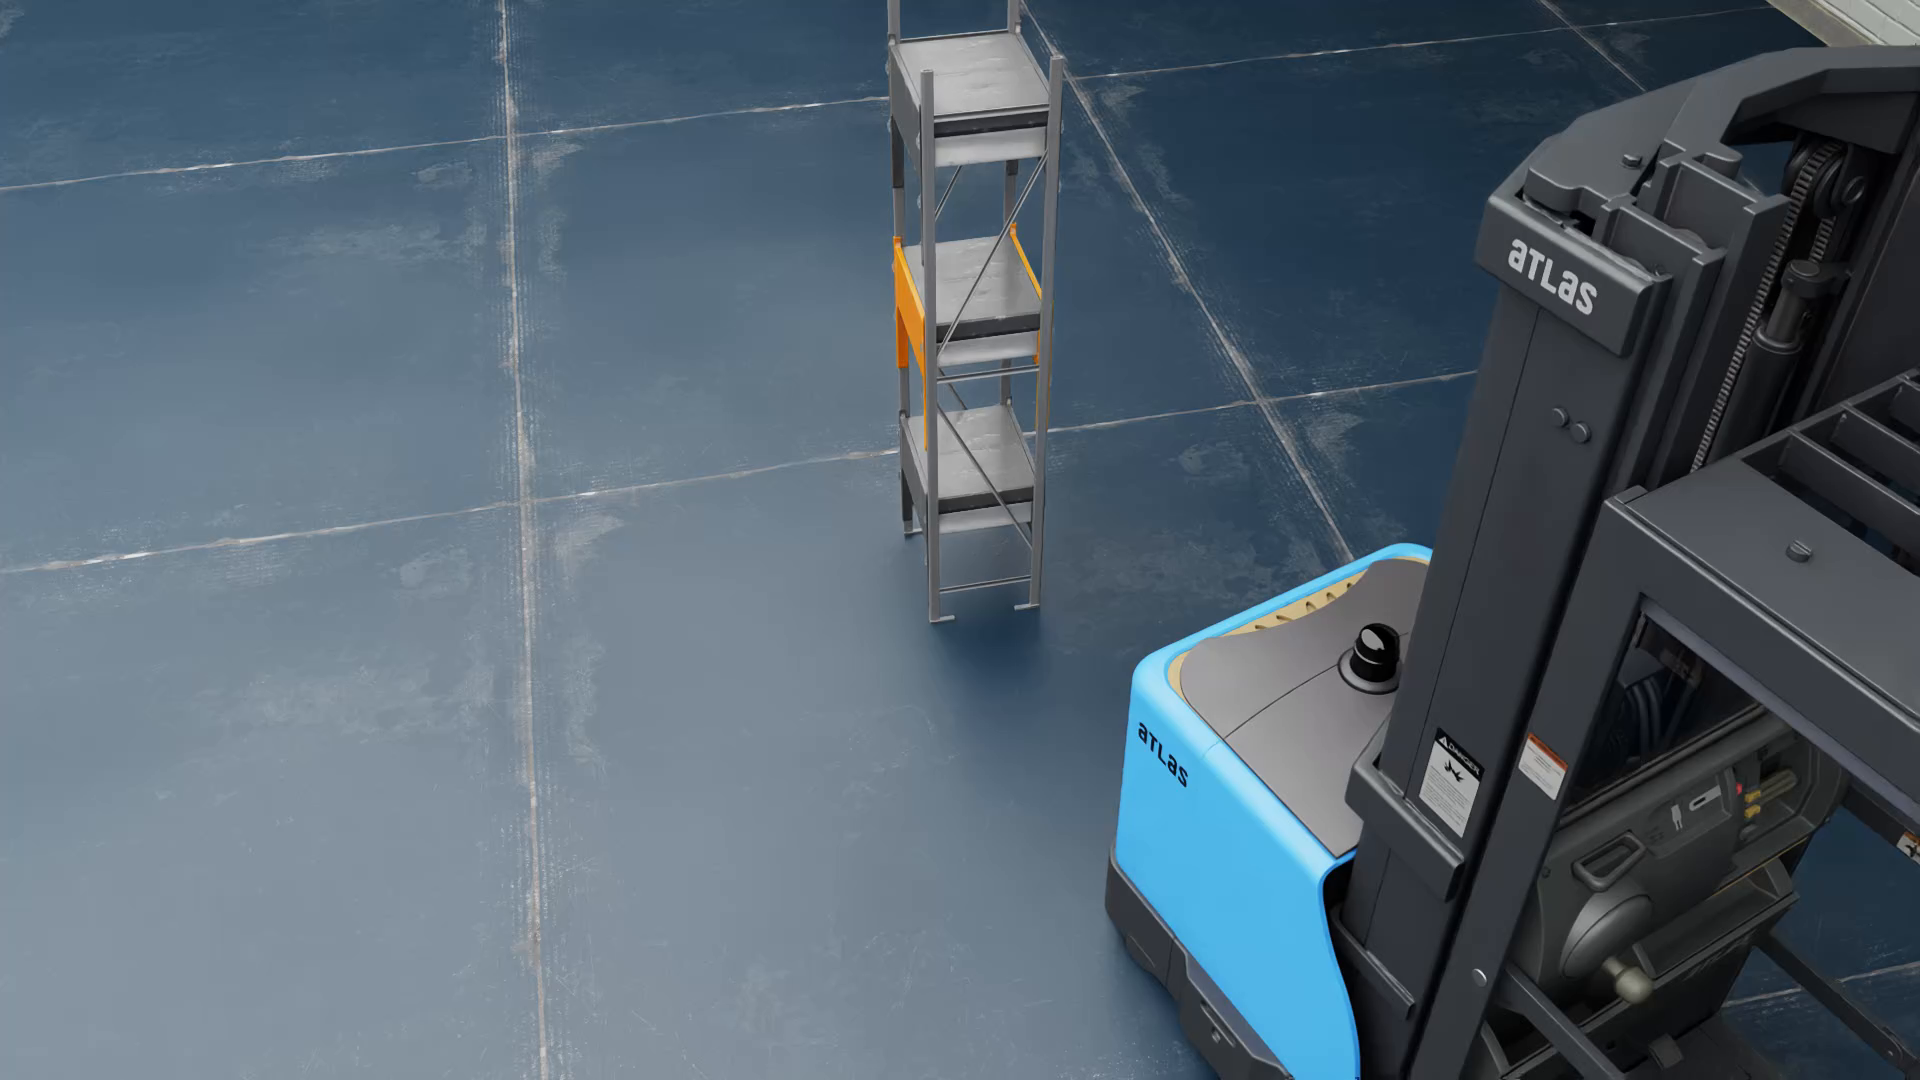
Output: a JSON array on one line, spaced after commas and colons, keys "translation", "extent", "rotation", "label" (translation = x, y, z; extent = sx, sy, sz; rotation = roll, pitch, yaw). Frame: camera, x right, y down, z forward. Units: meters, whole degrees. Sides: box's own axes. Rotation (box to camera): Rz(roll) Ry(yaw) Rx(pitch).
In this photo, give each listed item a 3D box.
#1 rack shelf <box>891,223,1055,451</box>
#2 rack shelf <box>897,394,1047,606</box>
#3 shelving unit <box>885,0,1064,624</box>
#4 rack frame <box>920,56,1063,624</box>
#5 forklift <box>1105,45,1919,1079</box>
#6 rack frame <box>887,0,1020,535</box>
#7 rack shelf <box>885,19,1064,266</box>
[{"translation": [0.036, -0.668, 5.441], "extent": [0.431, 0.518, 0.480], "rotation": [-8, 42, -9], "label": "rack shelf"}, {"translation": [0.036, -0.144, 5.906], "extent": [0.431, 0.518, 0.480], "rotation": [-8, 42, -9], "label": "rack shelf"}, {"translation": [0.036, -0.678, 5.432], "extent": [0.431, 2.100, 0.503], "rotation": [-8, 42, -9], "label": "shelving unit"}, {"translation": [0.088, -0.520, 5.254], "extent": [0.400, 2.100, 0.015], "rotation": [-8, 42, -9], "label": "rack frame"}, {"translation": [1.617, 0.696, 3.258], "extent": [1.130, 2.935, 3.031], "rotation": [-22, 46, -23], "label": "forklift"}, {"translation": [-0.017, -0.836, 5.610], "extent": [0.400, 2.100, 0.015], "rotation": [-8, 42, -9], "label": "rack frame"}, {"translation": [0.036, -1.191, 4.976], "extent": [0.431, 0.518, 0.480], "rotation": [-8, 42, -9], "label": "rack shelf"}]
